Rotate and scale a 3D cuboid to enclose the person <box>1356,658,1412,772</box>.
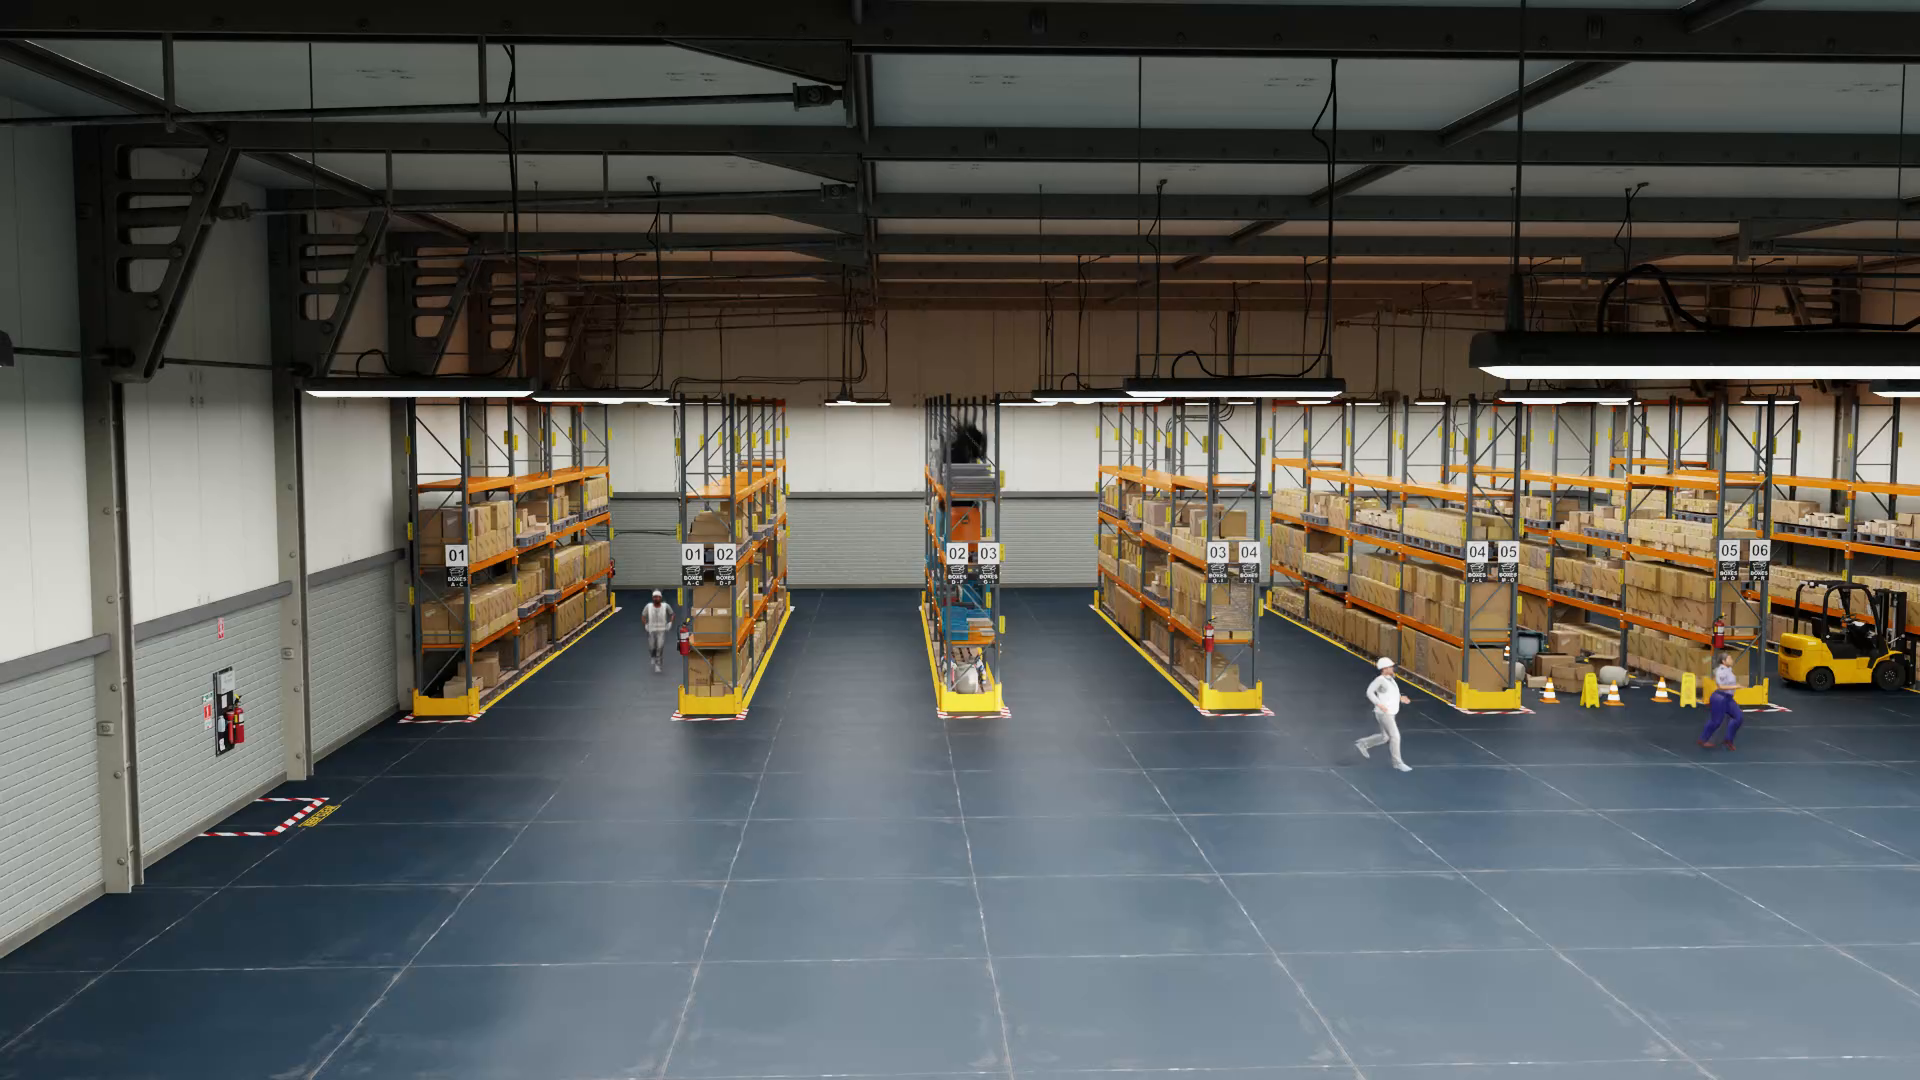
[{"bbox_3d":[6.751,2.754,26.467,0.928,1.778,0.663,3,5,30],"label":"person"}]

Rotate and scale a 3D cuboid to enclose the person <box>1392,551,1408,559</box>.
[{"bbox_3d":[12.991,0.974,49.407,0.766,1.763,0.747,0,5,5],"label":"person"}]

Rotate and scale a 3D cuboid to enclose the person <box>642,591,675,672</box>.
[{"bbox_3d":[-6.595,1.982,36.353,0.707,1.763,0.693,0,5,-6],"label":"person"}]

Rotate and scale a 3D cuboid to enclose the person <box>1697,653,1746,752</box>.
[{"bbox_3d":[12.780,2.725,27.813,0.739,1.675,0.554,4,6,43],"label":"person"}]

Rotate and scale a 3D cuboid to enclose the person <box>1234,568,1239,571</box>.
[{"bbox_3d":[8.128,1.076,48.281,0.832,1.685,0.637,-3,6,-36],"label":"person"}]
